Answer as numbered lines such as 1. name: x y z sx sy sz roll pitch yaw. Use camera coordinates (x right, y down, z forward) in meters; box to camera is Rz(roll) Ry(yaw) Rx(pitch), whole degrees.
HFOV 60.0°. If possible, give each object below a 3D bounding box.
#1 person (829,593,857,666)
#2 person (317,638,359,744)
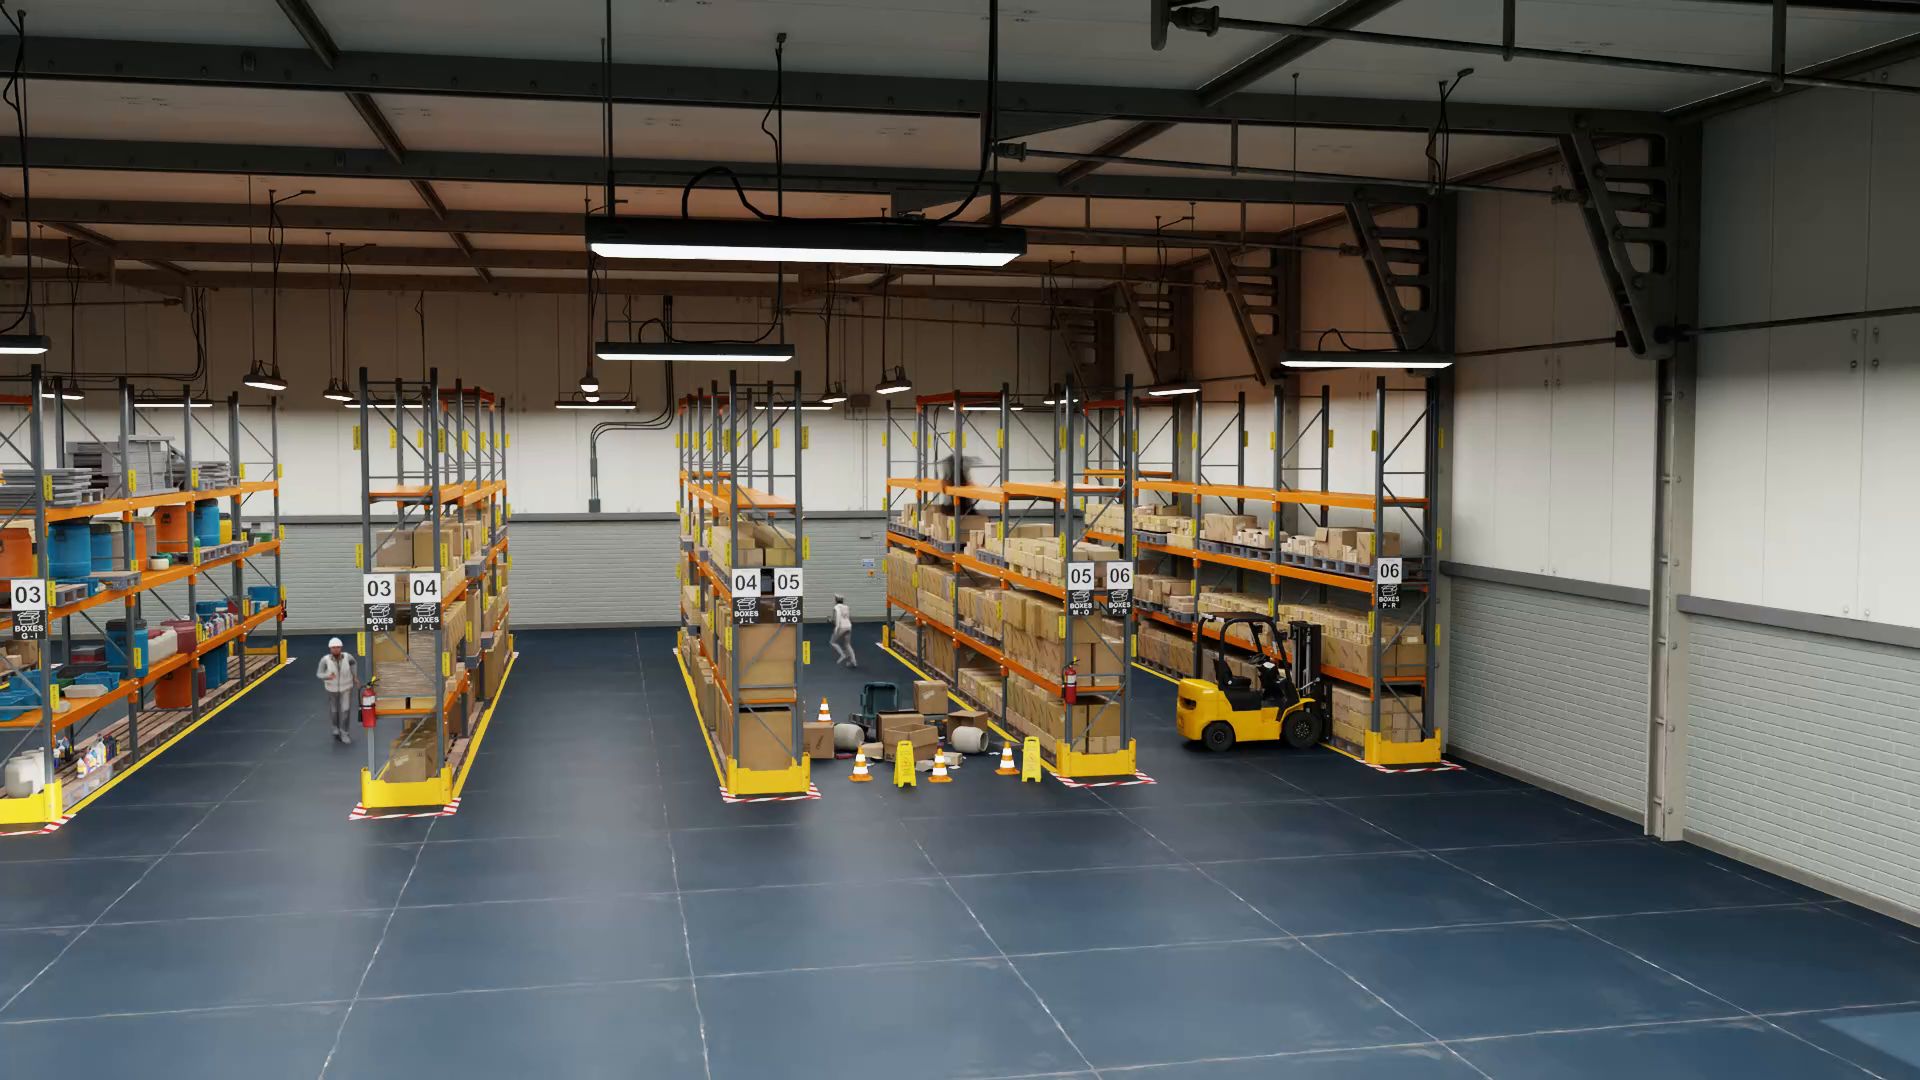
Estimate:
1. person: -2.645 1.993 37.137 0.853 1.577 0.604 3 5 42
2. person: -10.357 2.483 27.722 0.645 1.748 0.975 -1 4 -18
